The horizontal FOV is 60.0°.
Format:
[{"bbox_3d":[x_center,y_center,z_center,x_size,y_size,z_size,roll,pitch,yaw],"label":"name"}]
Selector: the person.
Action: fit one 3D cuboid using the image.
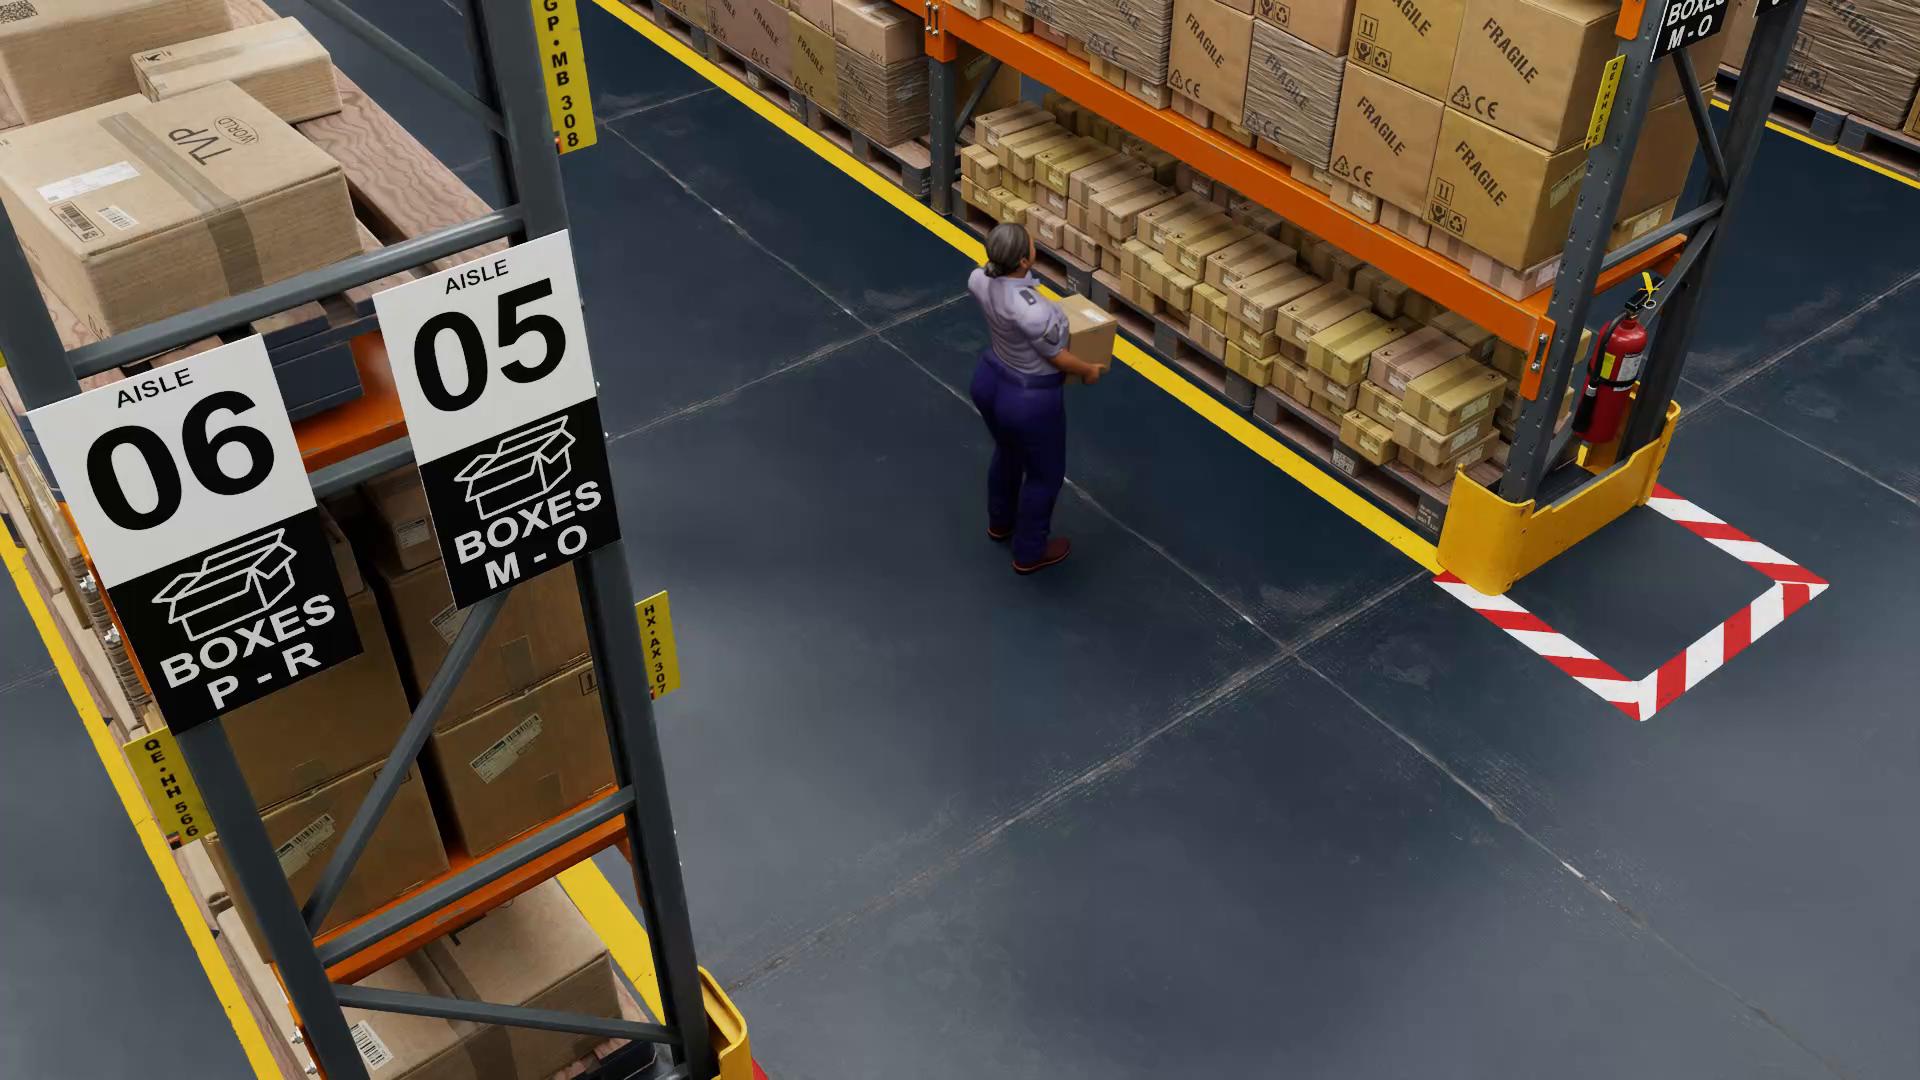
[{"bbox_3d":[0.312,-0.625,6.917,0.525,1.623,0.452,-26,47,-27],"label":"person"}]
